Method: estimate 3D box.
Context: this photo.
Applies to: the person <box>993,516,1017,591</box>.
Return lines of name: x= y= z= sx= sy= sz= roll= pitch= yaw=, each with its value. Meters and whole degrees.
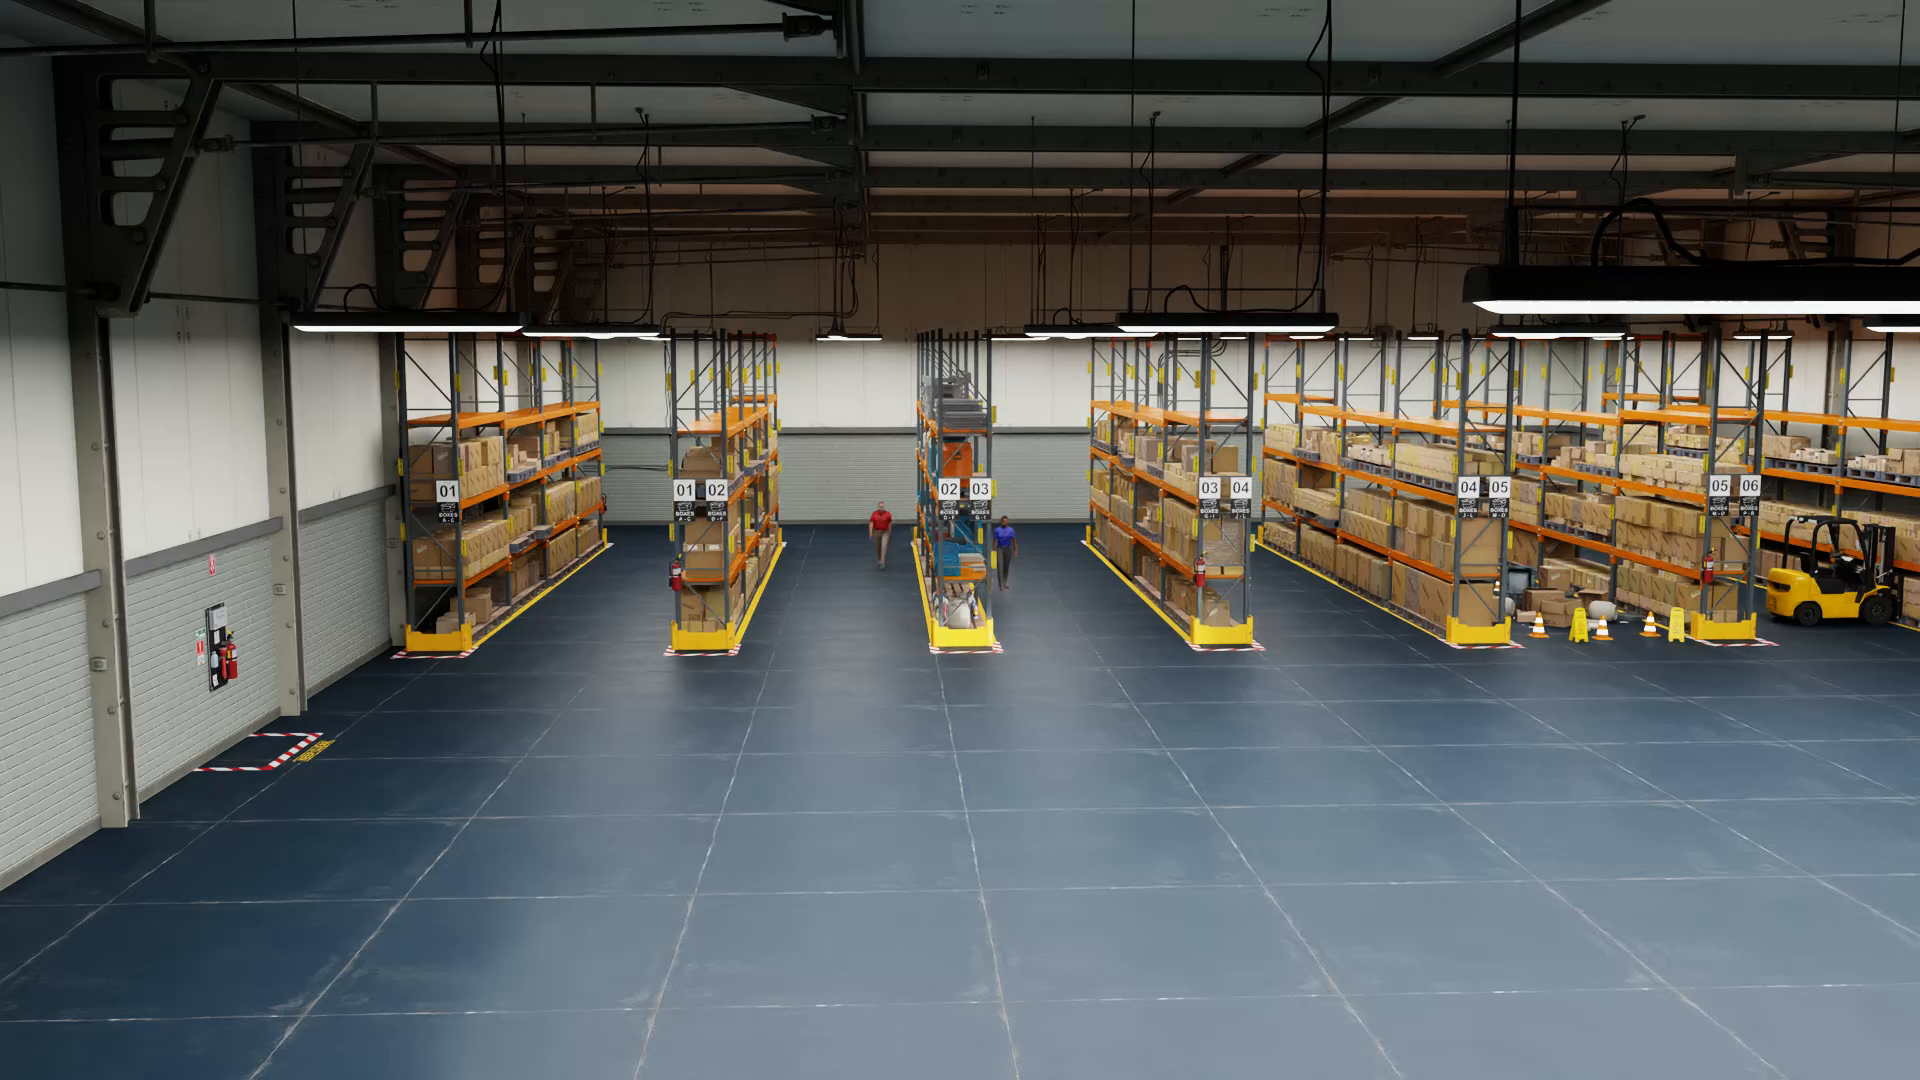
person: x=0.998 y=0.279 z=36.689 sx=0.498 sy=1.646 sz=0.740 roll=-1 pitch=7 yaw=-9

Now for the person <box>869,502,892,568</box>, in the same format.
person: x=-2.042 y=-0.153 z=42.652 sx=0.559 sy=1.659 sz=1.071 roll=1 pitch=7 yaw=5

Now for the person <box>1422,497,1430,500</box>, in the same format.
person: x=12.109 y=-0.253 z=43.190 sx=0.623 sy=1.775 sz=0.492 roll=-4 pitch=8 yaw=-32
